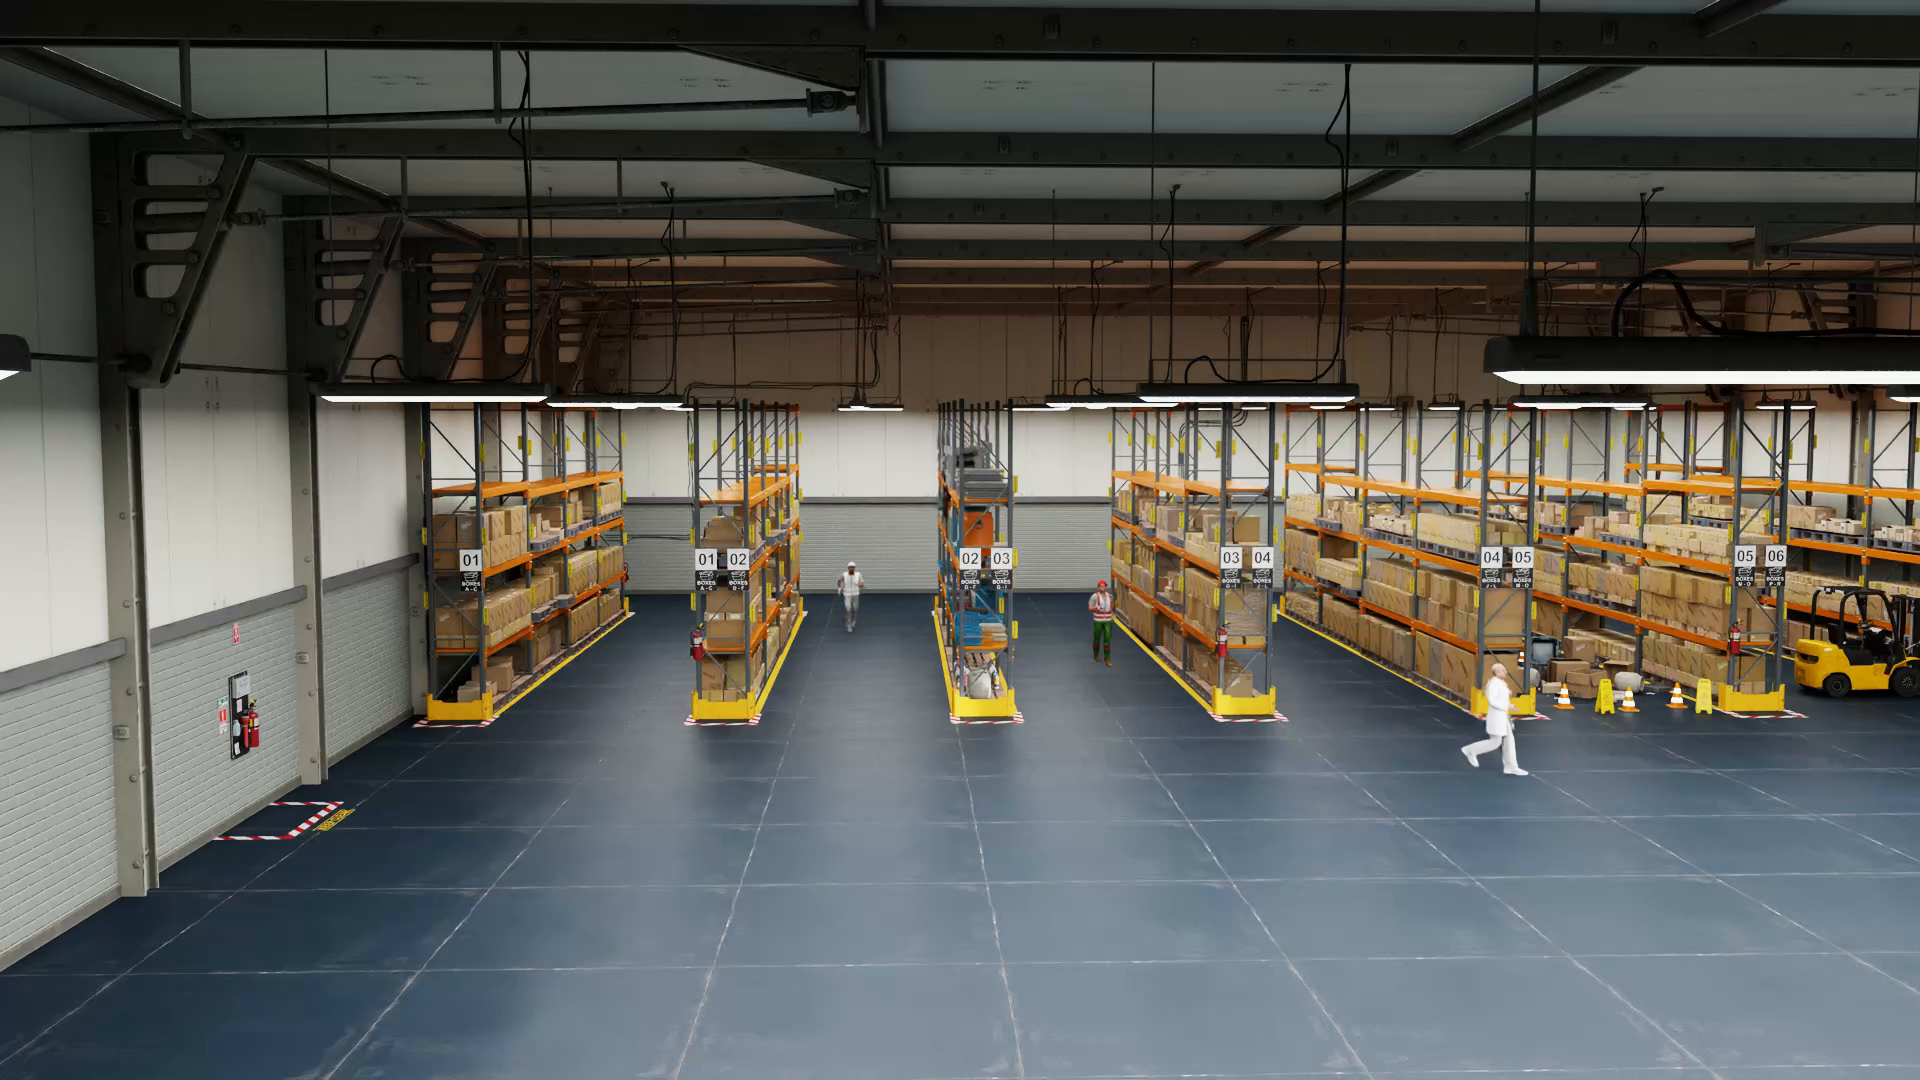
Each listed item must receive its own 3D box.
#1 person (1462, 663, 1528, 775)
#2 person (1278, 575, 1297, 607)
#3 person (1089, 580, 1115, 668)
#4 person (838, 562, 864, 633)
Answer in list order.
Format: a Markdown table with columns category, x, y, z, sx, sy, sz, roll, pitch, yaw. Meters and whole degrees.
| category | x | y | z | sx | sy | sz | roll | pitch | yaw |
| --- | --- | --- | --- | --- | --- | --- | --- | --- | --- |
| person | 8.509 | 2.835 | 26.396 | 1.018 | 1.767 | 0.709 | 2 | 5 | 29 |
| person | 9.802 | 1.160 | 49.056 | 0.724 | 1.601 | 0.614 | 0 | 4 | -1 |
| person | 3.088 | 1.795 | 36.028 | 0.637 | 1.866 | 0.725 | -1 | 4 | -13 |
| person | -2.864 | 1.492 | 43.834 | 0.669 | 1.833 | 0.856 | -1 | 4 | -12 |
